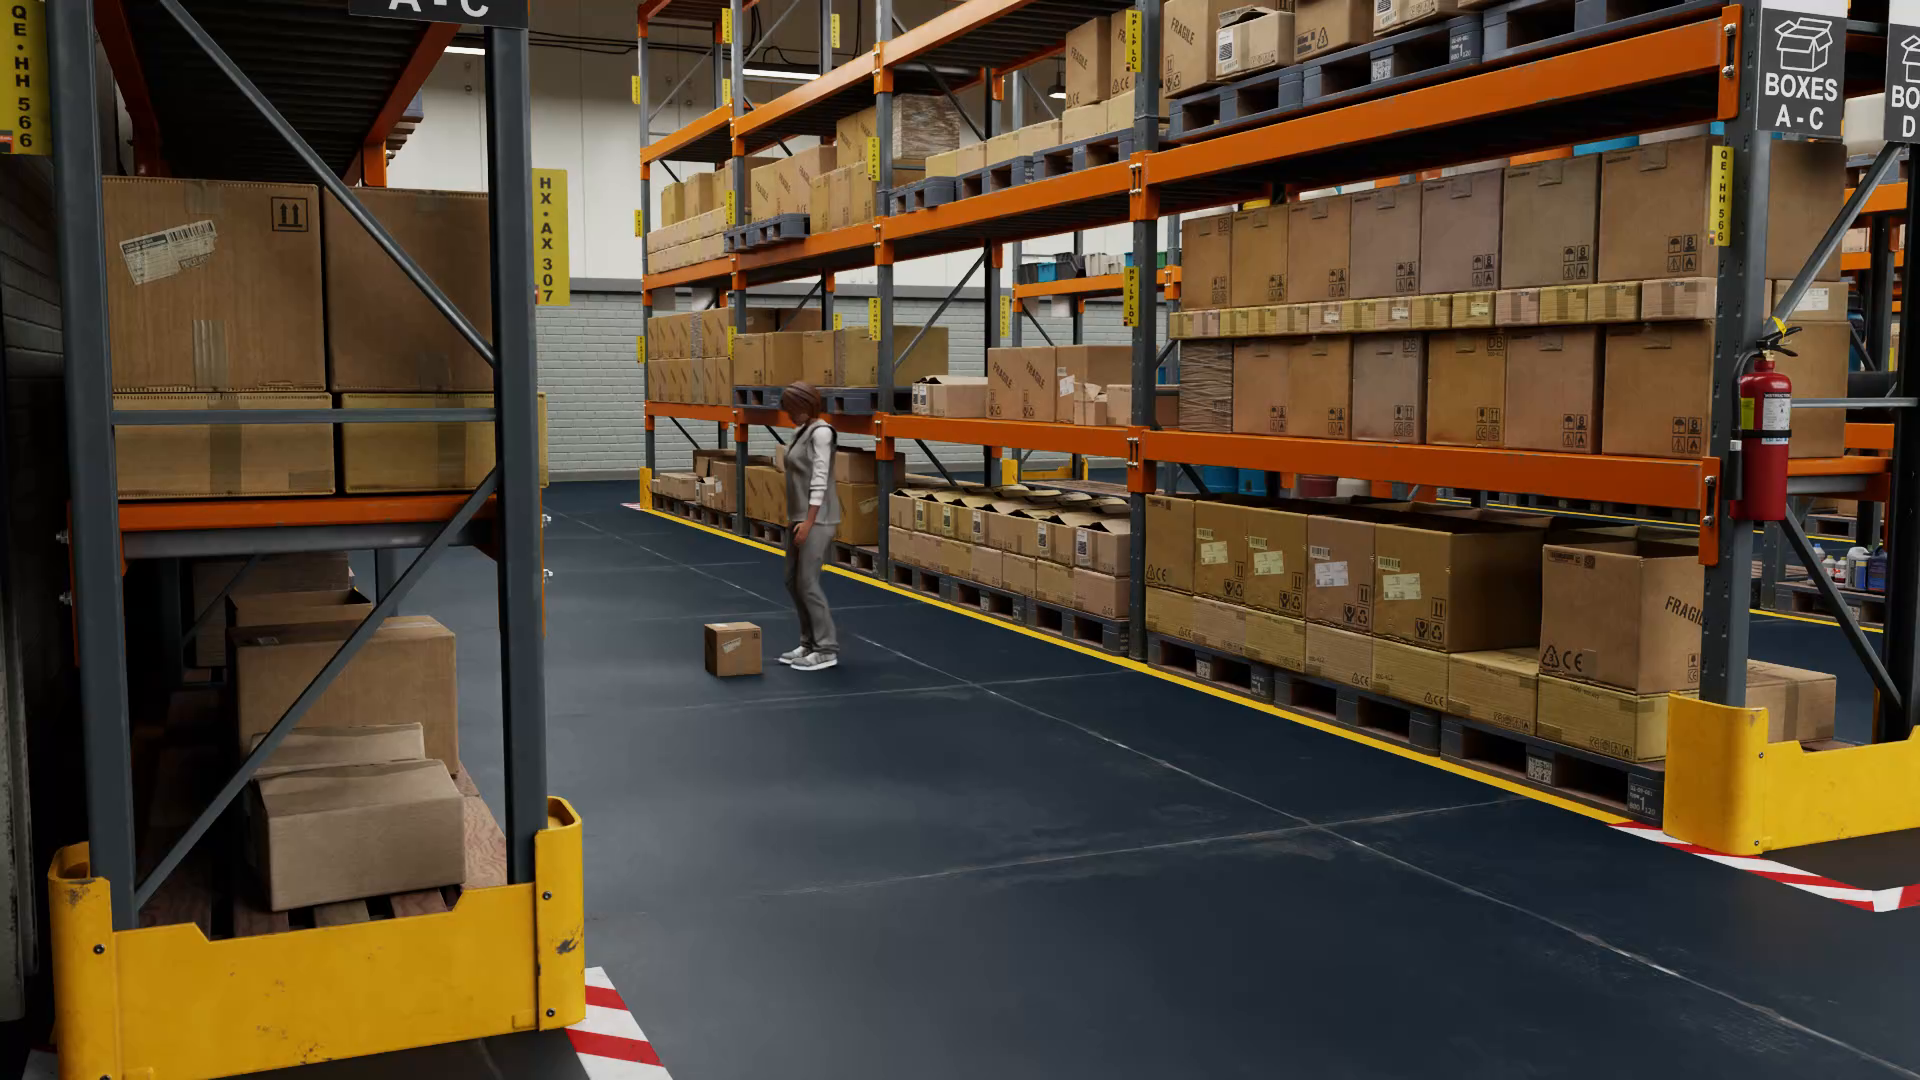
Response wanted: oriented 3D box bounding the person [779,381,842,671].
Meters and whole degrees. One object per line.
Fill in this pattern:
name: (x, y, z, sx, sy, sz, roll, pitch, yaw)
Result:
person: (-0.817, -0.073, 9.158, 0.328, 1.567, 0.415, -2, 6, -22)
